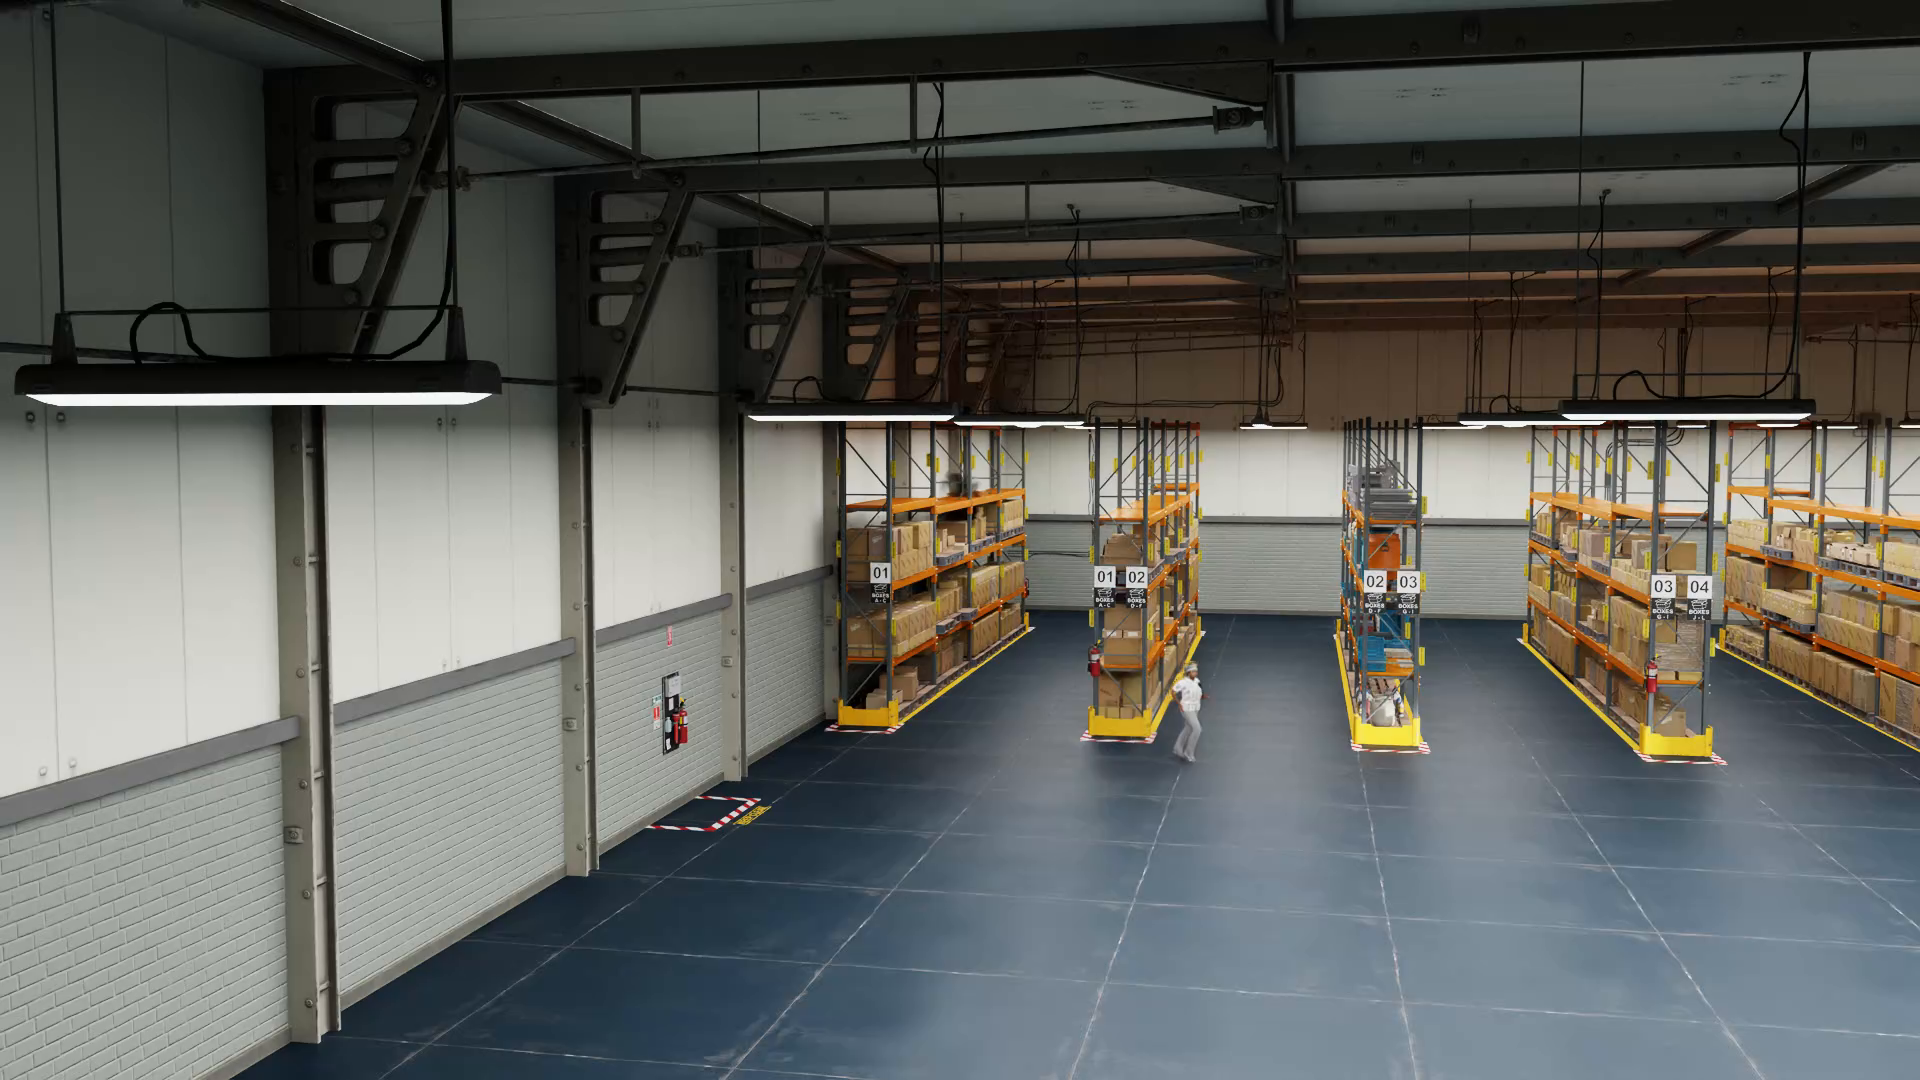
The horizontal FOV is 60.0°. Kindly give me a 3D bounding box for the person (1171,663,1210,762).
[{"bbox_3d":[4.032,3.012,29.040,0.728,1.754,0.545,3,5,43],"label":"person"}]

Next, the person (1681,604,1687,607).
[{"bbox_3d":[18.962,2.088,44.112,0.667,1.574,0.677,1,4,20],"label":"person"}]

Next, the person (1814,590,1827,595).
[{"bbox_3d":[23.231,1.988,44.962,1.058,1.715,0.743,1,4,14],"label":"person"}]
